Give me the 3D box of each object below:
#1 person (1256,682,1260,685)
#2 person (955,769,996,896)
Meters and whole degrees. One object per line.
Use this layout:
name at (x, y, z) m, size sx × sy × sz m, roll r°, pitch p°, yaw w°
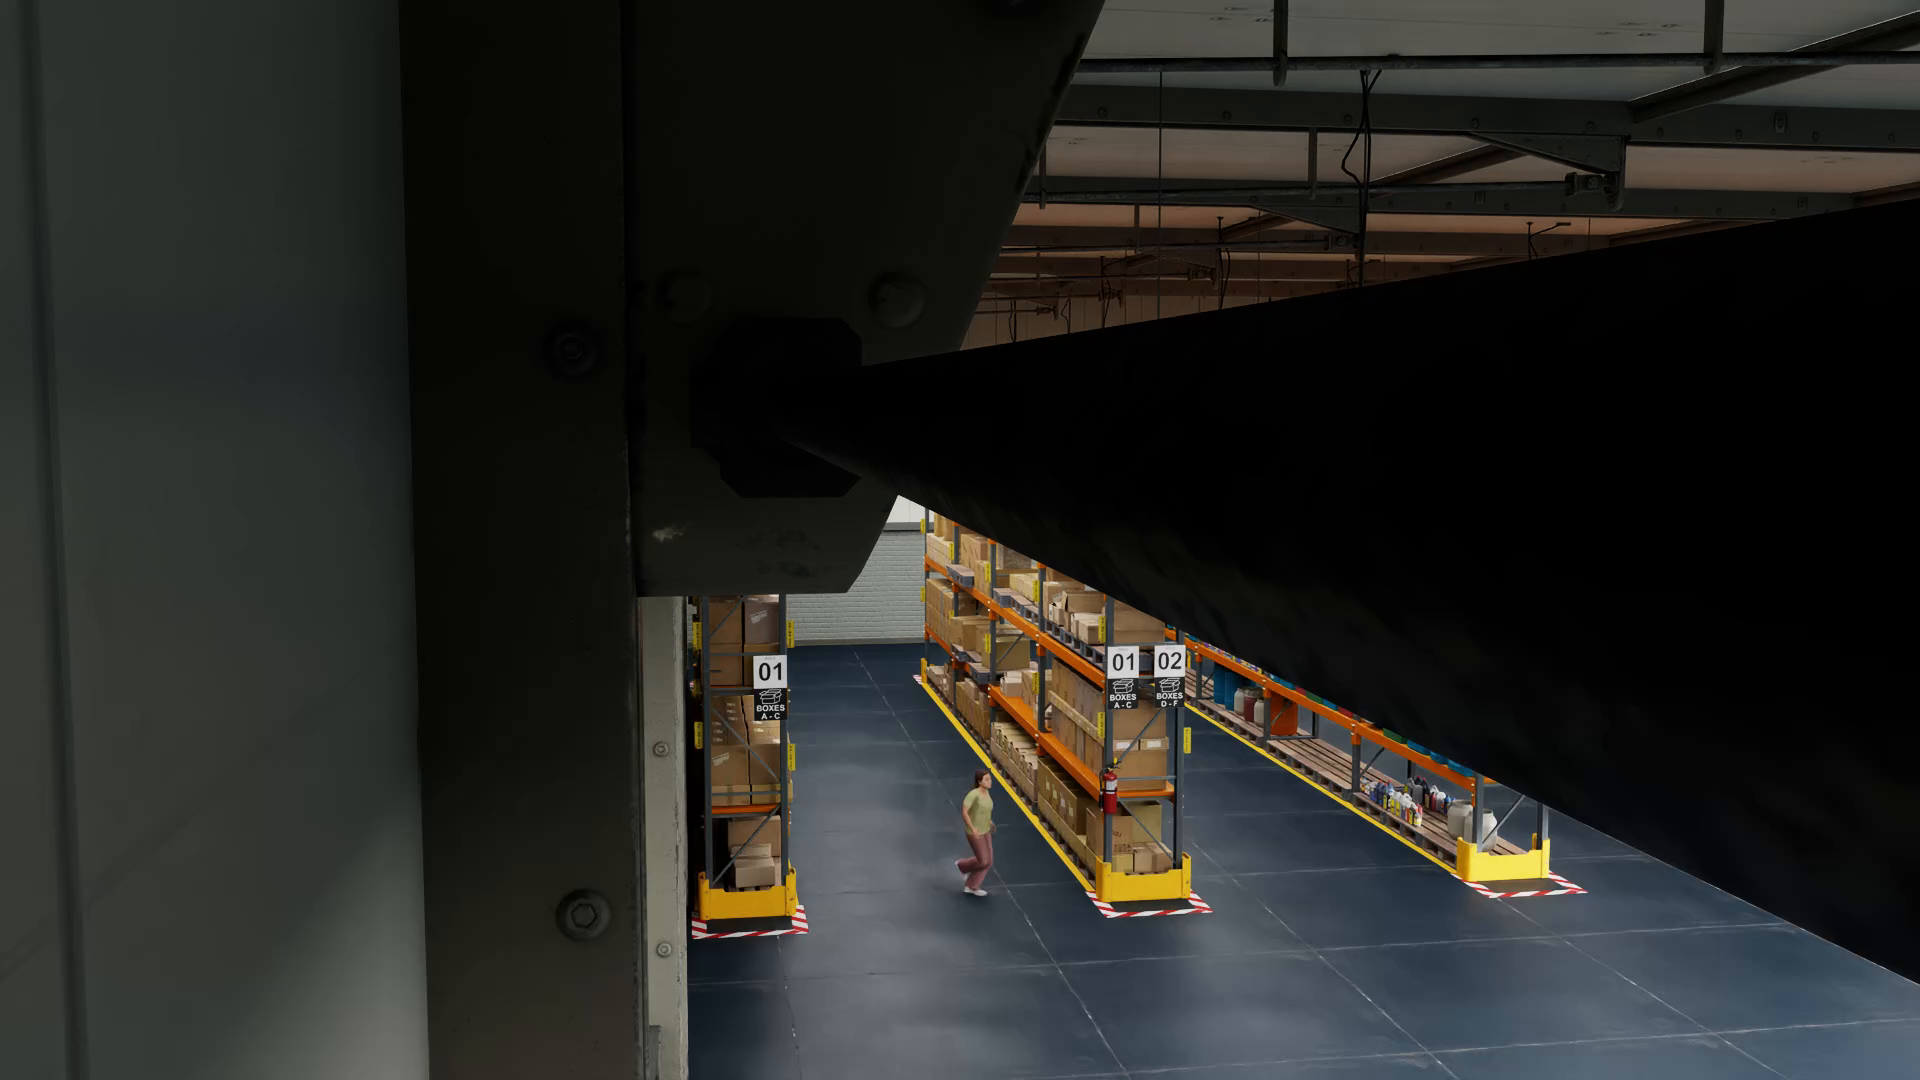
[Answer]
person at (6.704, 2.371, 36.168) m, size 0.692 × 1.604 × 0.524 m, roll 1°, pitch 5°, yaw 10°
person at (0.180, 3.686, 21.050) m, size 0.546 × 1.610 × 0.580 m, roll 4°, pitch 6°, yaw 37°
